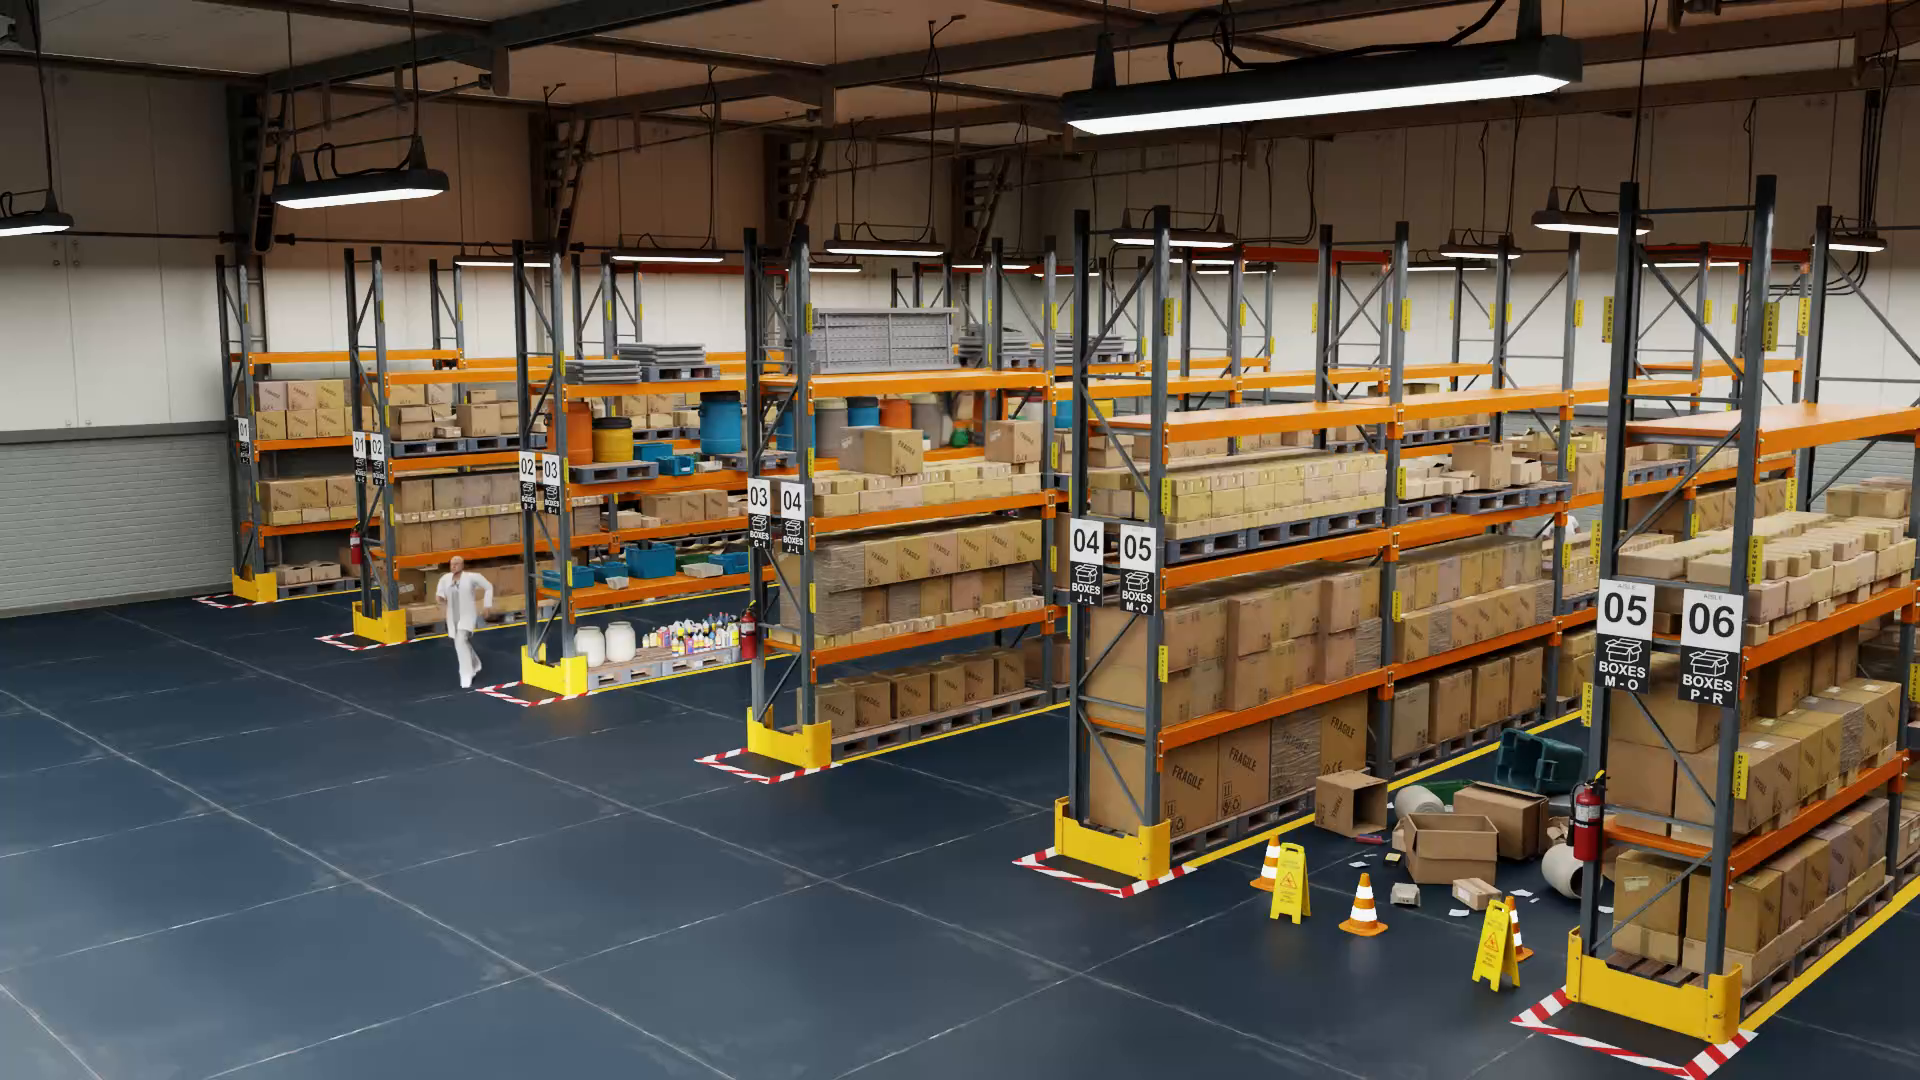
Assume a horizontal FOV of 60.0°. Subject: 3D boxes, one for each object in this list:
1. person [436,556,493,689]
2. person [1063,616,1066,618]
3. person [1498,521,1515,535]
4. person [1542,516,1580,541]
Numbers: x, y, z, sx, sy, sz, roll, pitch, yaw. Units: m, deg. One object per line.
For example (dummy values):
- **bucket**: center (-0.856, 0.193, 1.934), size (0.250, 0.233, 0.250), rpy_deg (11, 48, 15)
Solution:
- **person**: center (-6.789, 1.099, 22.727), size (0.724, 1.812, 0.895), rpy_deg (2, 8, 15)
- **person**: center (1.717, 0.410, 26.042), size (0.505, 1.637, 0.651), rpy_deg (5, 9, 30)
- **person**: center (10.210, -0.176, 31.744), size (0.712, 1.738, 0.642), rpy_deg (-2, 8, -14)
- **person**: center (10.612, 0.198, 29.238), size (0.789, 1.758, 0.664), rpy_deg (1, 8, 10)
